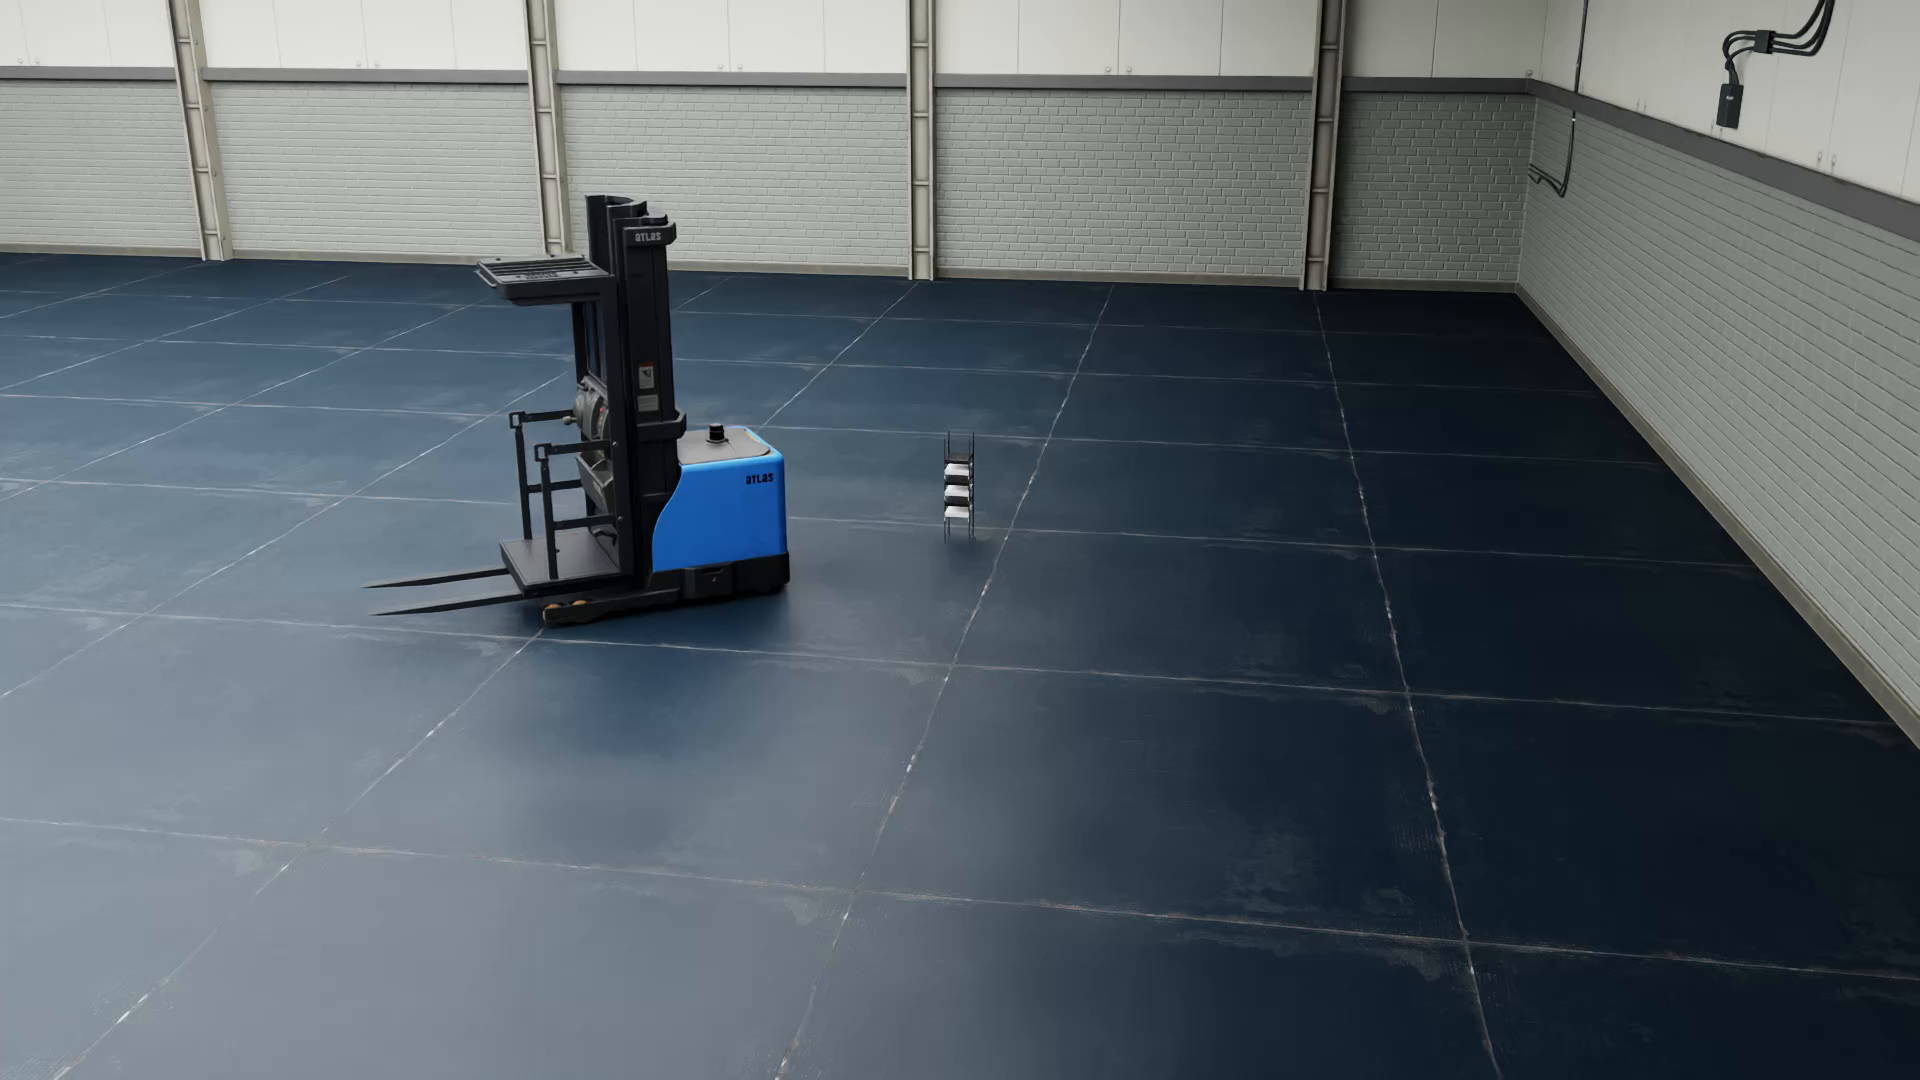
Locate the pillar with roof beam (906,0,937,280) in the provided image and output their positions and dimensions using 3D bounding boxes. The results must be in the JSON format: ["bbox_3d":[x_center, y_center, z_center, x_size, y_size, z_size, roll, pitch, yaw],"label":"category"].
[{"bbox_3d":[-1.266,-7.023,20.610,0.400,9.000,9.100,3,19,9],"label":"pillar with roof beam"}]

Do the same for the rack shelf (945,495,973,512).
[{"bbox_3d":[-0.008,-0.310,13.701,0.200,0.077,0.258,3,19,9],"label":"rack shelf"}]

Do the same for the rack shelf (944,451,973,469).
[{"bbox_3d":[-0.008,-0.652,13.586,0.200,0.077,0.258,3,19,9],"label":"rack shelf"}]

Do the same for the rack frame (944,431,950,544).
[{"bbox_3d":[-0.108,-0.432,13.677,0.006,0.900,0.240,3,19,9],"label":"rack frame"}]

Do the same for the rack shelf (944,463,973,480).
[{"bbox_3d":[-0.008,-0.566,13.615,0.200,0.077,0.258,3,19,9],"label":"rack shelf"}]

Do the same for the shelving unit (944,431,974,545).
[{"bbox_3d":[-0.008,-0.427,13.662,0.210,0.900,0.258,3,19,9],"label":"shelving unit"}]

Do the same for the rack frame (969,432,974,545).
[{"bbox_3d":[0.092,-0.422,13.646,0.006,0.900,0.240,3,19,9],"label":"rack frame"}]

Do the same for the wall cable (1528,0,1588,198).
[{"bbox_3d":[8.039,-6.034,22.550,0.112,2.526,3.097,3,19,9],"label":"wall cable"}]

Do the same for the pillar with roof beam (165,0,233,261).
[{"bbox_3d":[-13.114,-7.627,22.415,0.400,9.000,9.100,3,19,9],"label":"pillar with roof beam"}]

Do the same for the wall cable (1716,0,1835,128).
[{"bbox_3d":[6.518,-6.146,12.631,0.169,6.003,2.305,3,19,9],"label":"wall cable"}]

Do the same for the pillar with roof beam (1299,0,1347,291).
[{"bbox_3d":[4.658,-6.721,19.708,0.400,9.000,9.100,3,19,9],"label":"pillar with roof beam"}]

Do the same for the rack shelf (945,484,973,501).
[{"bbox_3d":[-0.008,-0.396,13.672,0.200,0.077,0.258,3,19,9],"label":"rack shelf"}]

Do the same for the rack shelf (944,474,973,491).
[{"bbox_3d":[-0.008,-0.481,13.644,0.200,0.077,0.258,3,19,9],"label":"rack shelf"}]

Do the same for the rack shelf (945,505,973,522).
[{"bbox_3d":[-0.008,-0.225,13.729,0.200,0.077,0.258,3,19,9],"label":"rack shelf"}]

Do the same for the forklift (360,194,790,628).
[{"bbox_3d":[-2.856,-0.952,12.029,3.031,2.935,1.130,-8,20,-23],"label":"forklift"}]

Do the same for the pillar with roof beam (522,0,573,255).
[{"bbox_3d":[-7.190,-7.325,21.513,0.400,9.000,9.100,3,19,9],"label":"pillar with roof beam"}]
